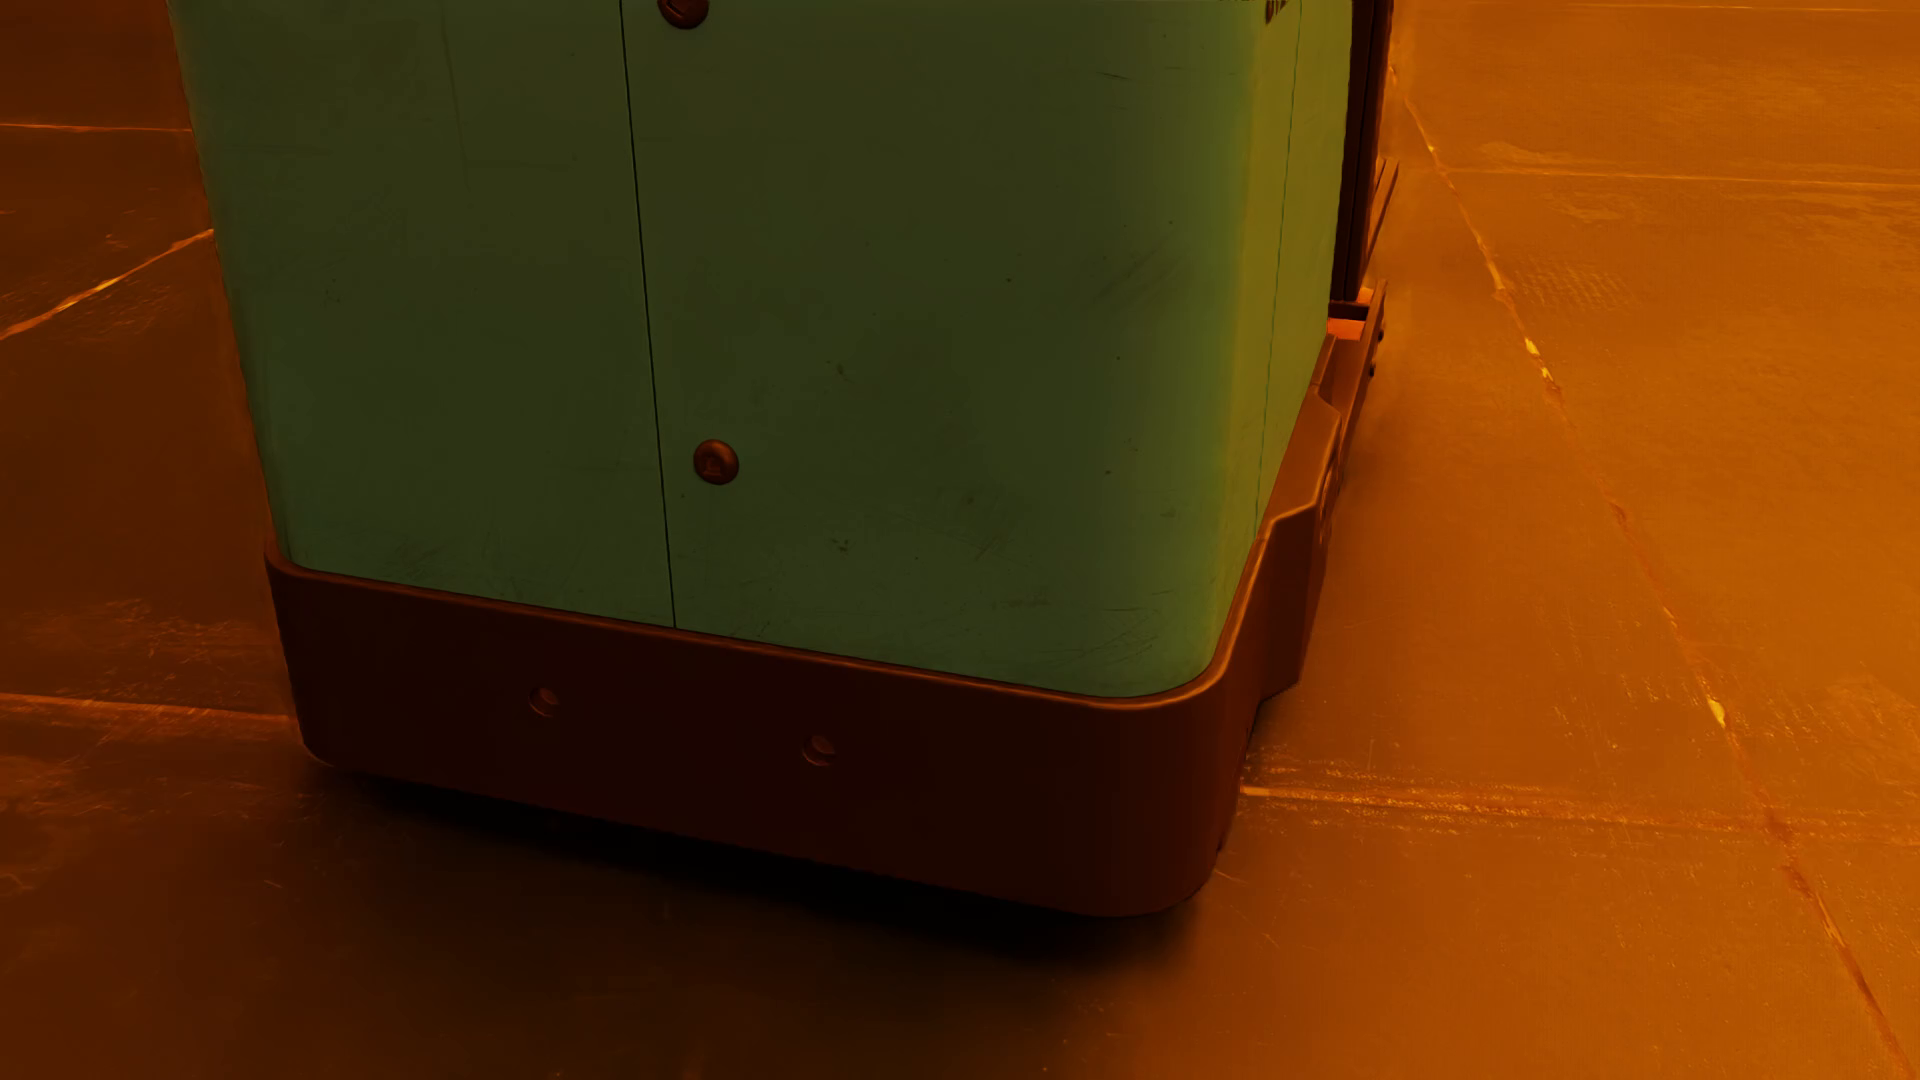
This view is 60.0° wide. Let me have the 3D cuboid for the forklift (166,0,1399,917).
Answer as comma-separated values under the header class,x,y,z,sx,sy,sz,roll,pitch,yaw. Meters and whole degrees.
class,x,y,z,sx,sy,sz,roll,pitch,yaw
forklift,0.171,-1.585,2.393,1.130,2.935,3.031,8,28,15
